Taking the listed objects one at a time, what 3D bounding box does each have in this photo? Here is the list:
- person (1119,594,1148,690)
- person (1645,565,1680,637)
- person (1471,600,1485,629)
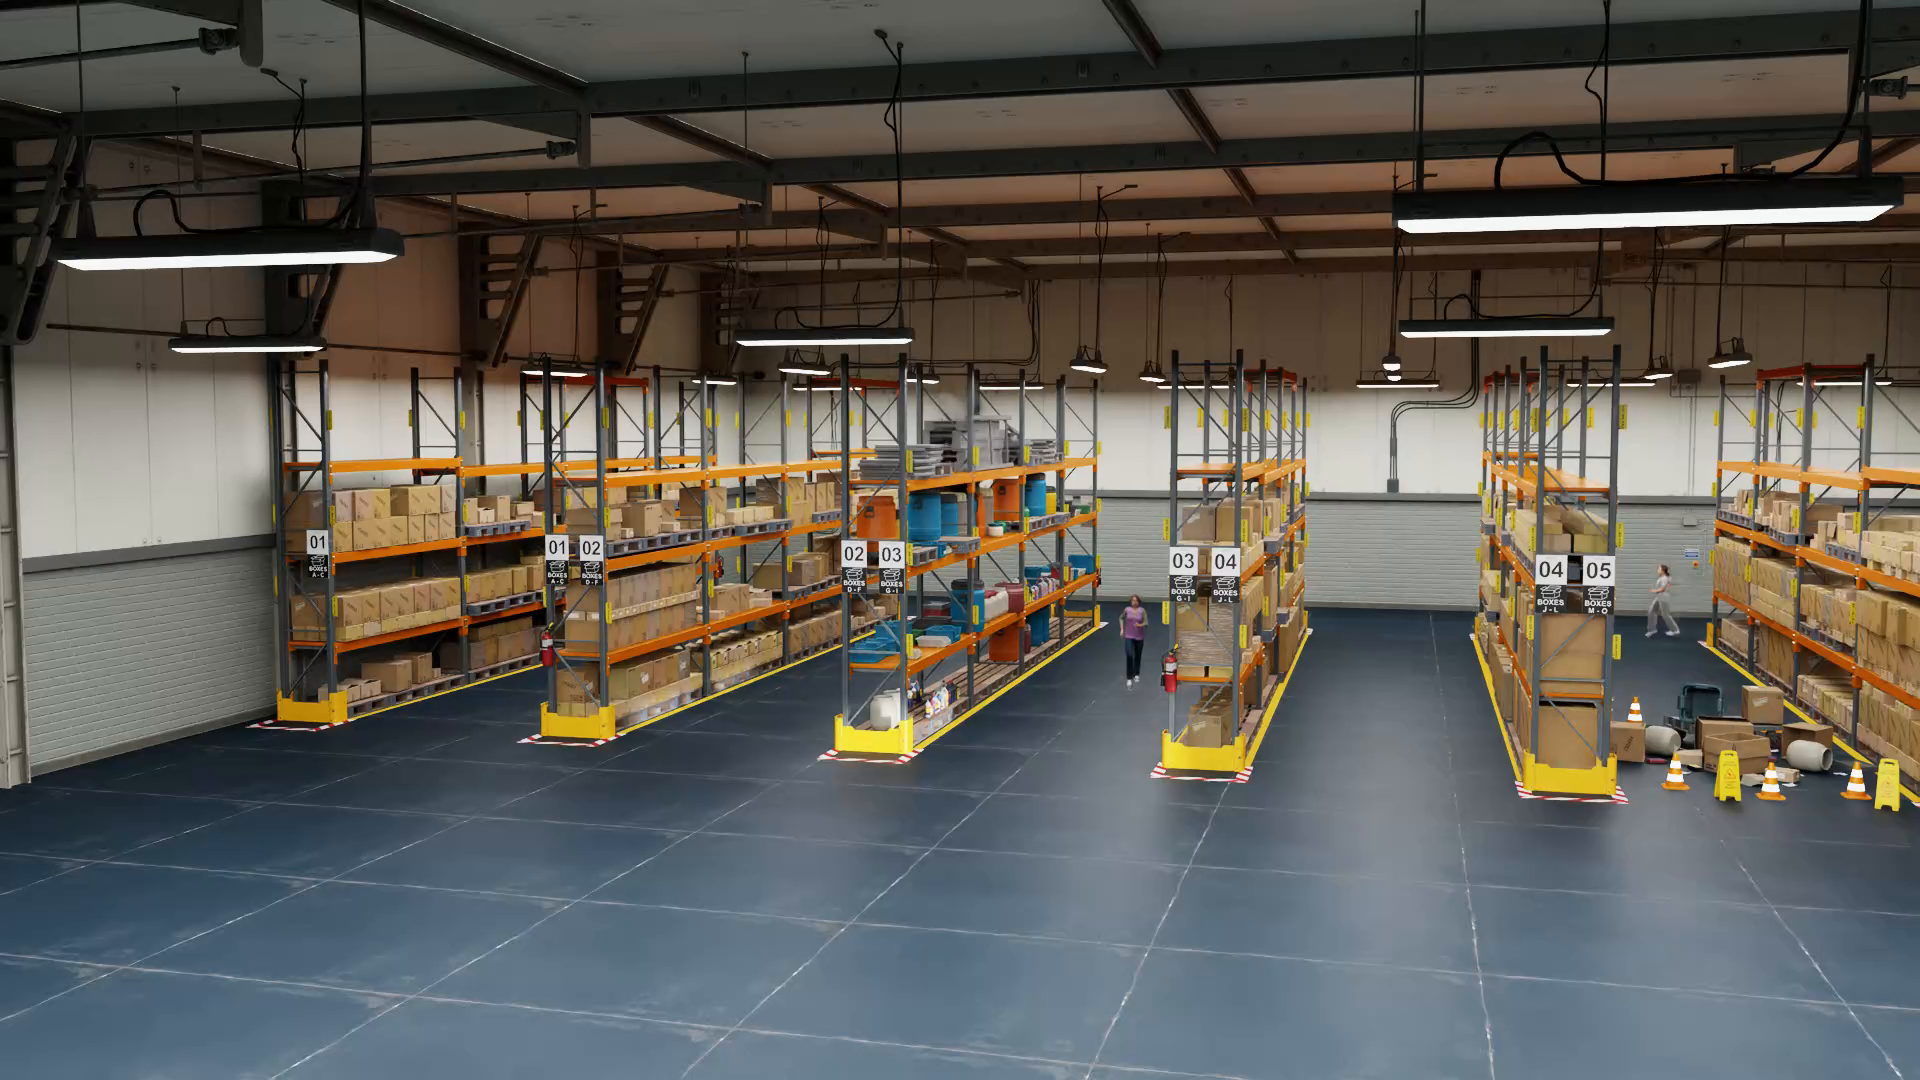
[{"bbox_3d":[3.085,1.803,29.512,0.503,1.684,0.679,0,4,3],"label":"person"},{"bbox_3d":[16.228,1.425,38.323,0.746,1.720,0.563,1,4,12],"label":"person"},{"bbox_3d":[12.444,1.311,39.319,0.867,1.722,0.730,3,5,40],"label":"person"}]
